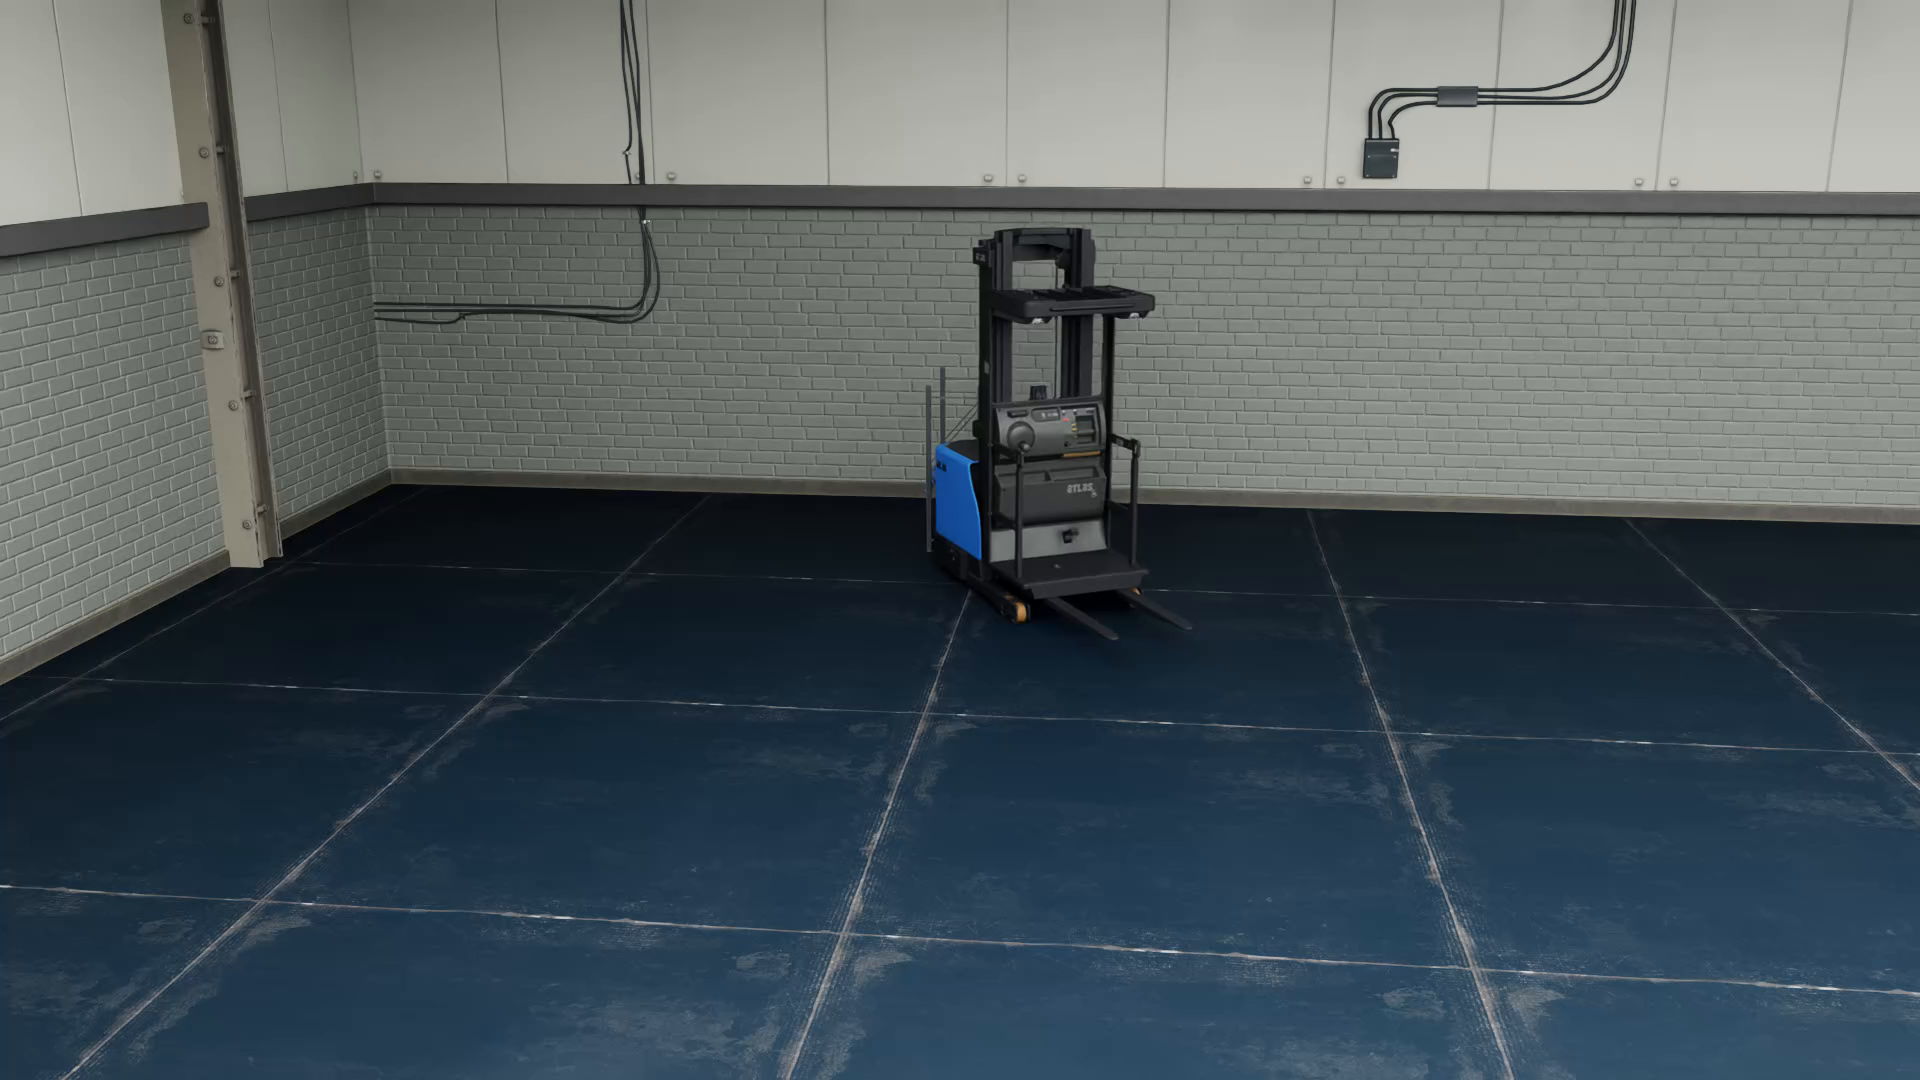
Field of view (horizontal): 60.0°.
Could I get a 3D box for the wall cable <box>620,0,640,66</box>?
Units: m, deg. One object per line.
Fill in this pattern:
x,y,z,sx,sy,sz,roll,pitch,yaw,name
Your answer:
-1.839,-5.745,15.532,3.097,2.526,0.112,2,15,6,wall cable

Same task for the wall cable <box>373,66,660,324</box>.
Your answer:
-4.527,-3.387,16.486,3.097,2.526,0.112,2,15,6,wall cable

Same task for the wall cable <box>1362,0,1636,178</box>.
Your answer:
4.904,-6.244,14.587,2.305,6.003,0.169,2,15,6,wall cable

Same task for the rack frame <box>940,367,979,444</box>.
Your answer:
0.067,-0.878,15.624,0.500,1.500,0.032,2,15,6,rack frame

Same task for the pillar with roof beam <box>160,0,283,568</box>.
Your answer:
-1.896,-4.034,12.930,9.100,9.000,0.400,2,15,6,pillar with roof beam

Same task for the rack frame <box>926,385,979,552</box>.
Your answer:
-0.048,-0.614,14.648,0.500,1.500,0.032,2,15,6,rack frame

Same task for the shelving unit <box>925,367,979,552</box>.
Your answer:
0.010,-0.746,15.136,0.538,1.500,1.048,2,15,6,shelving unit

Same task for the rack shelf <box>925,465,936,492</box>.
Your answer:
0.010,-0.572,15.183,0.538,0.185,1.000,2,15,6,rack shelf

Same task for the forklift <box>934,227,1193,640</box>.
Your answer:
0.805,-0.895,12.946,1.130,2.935,3.031,-6,16,-22,forklift
